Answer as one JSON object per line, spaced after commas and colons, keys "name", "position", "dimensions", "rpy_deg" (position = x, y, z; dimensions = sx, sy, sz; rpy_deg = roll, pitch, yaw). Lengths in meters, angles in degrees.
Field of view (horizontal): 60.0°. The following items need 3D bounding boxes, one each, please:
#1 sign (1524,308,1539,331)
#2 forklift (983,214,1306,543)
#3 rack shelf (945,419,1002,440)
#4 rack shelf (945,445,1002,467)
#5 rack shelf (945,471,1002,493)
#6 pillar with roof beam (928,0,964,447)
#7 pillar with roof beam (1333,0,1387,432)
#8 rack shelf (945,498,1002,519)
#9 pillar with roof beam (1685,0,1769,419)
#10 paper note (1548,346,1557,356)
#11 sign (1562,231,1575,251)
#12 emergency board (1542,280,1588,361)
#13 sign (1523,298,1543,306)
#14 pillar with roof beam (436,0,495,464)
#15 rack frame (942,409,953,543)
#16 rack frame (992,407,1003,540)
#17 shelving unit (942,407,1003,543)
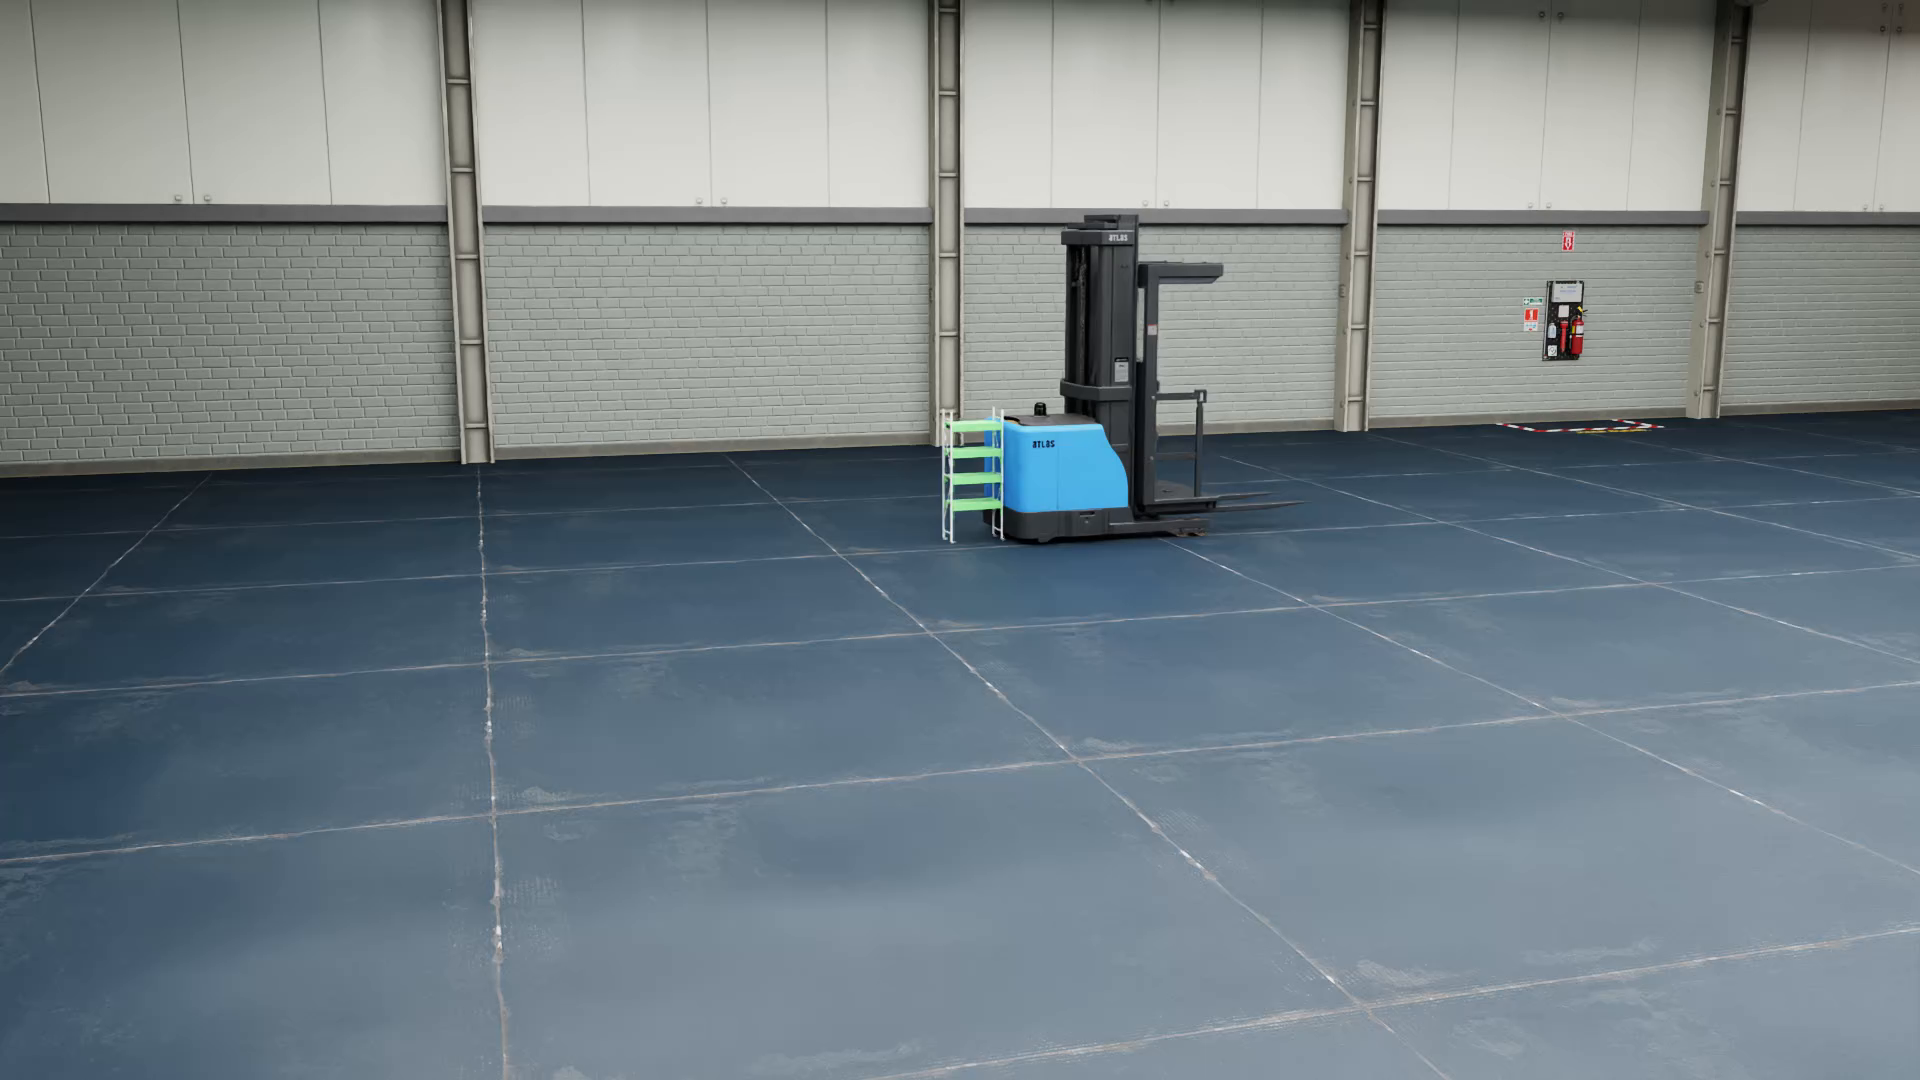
{"name": "sign", "position": [8.402, -3.239, 24.461], "dimensions": [0.234, 0.329, 0.001], "rpy_deg": [-3, 11, -16]}
{"name": "forklift", "position": [1.793, -1.554, 15.594], "dimensions": [3.031, 2.935, 1.130], "rpy_deg": [-4, 11, -19]}
{"name": "rack shelf", "position": [0.117, -1.003, 15.086], "dimensions": [0.480, 0.148, 0.258], "rpy_deg": [-4, 11, -19]}
{"name": "rack shelf", "position": [0.117, -0.767, 15.129], "dimensions": [0.480, 0.148, 0.258], "rpy_deg": [-4, 11, -19]}
{"name": "rack shelf", "position": [0.117, -0.531, 15.173], "dimensions": [0.480, 0.148, 0.258], "rpy_deg": [-4, 11, -19]}
{"name": "pillar with roof beam", "position": [1.027, -4.945, 17.255], "dimensions": [0.400, 9.000, 9.100], "rpy_deg": [-3, 11, -16]}
{"name": "pillar with roof beam", "position": [6.788, -5.248, 18.904], "dimensions": [0.400, 9.000, 9.100], "rpy_deg": [-3, 11, -16]}
{"name": "rack shelf", "position": [0.117, -0.295, 15.216], "dimensions": [0.480, 0.148, 0.258], "rpy_deg": [-4, 11, -19]}
{"name": "pillar with roof beam", "position": [12.548, -5.552, 20.553], "dimensions": [0.548, 9.000, 9.100], "rpy_deg": [-3, 11, -16]}
{"name": "paper note", "position": [8.773, -2.801, 24.615], "dimensions": [0.142, 0.148, 0.016], "rpy_deg": [-3, 11, -16]}
{"name": "sign", "position": [8.926, -4.388, 24.400], "dimensions": [0.199, 0.298, 0.001], "rpy_deg": [-3, 11, -16]}
{"name": "emergency board", "position": [8.962, -3.231, 24.518], "dimensions": [0.643, 1.169, 0.194], "rpy_deg": [-3, 11, -16]}
{"name": "sign", "position": [8.409, -3.498, 24.405], "dimensions": [0.331, 0.109, 0.001], "rpy_deg": [-3, 11, -16]}
{"name": "pillar with roof beam", "position": [-4.734, -4.641, 15.605], "dimensions": [0.400, 9.000, 9.100], "rpy_deg": [-3, 11, -16]}
{"name": "rack frame", "position": [-0.114, -0.579, 15.082], "dimensions": [0.015, 1.200, 0.240], "rpy_deg": [-4, 11, -19]}
{"name": "rack frame", "position": [0.347, -0.608, 15.240], "dimensions": [0.015, 1.200, 0.240], "rpy_deg": [-4, 11, -19]}
{"name": "shelving unit", "position": [0.117, -0.594, 15.161], "dimensions": [0.503, 1.200, 0.258], "rpy_deg": [-4, 11, -19]}
